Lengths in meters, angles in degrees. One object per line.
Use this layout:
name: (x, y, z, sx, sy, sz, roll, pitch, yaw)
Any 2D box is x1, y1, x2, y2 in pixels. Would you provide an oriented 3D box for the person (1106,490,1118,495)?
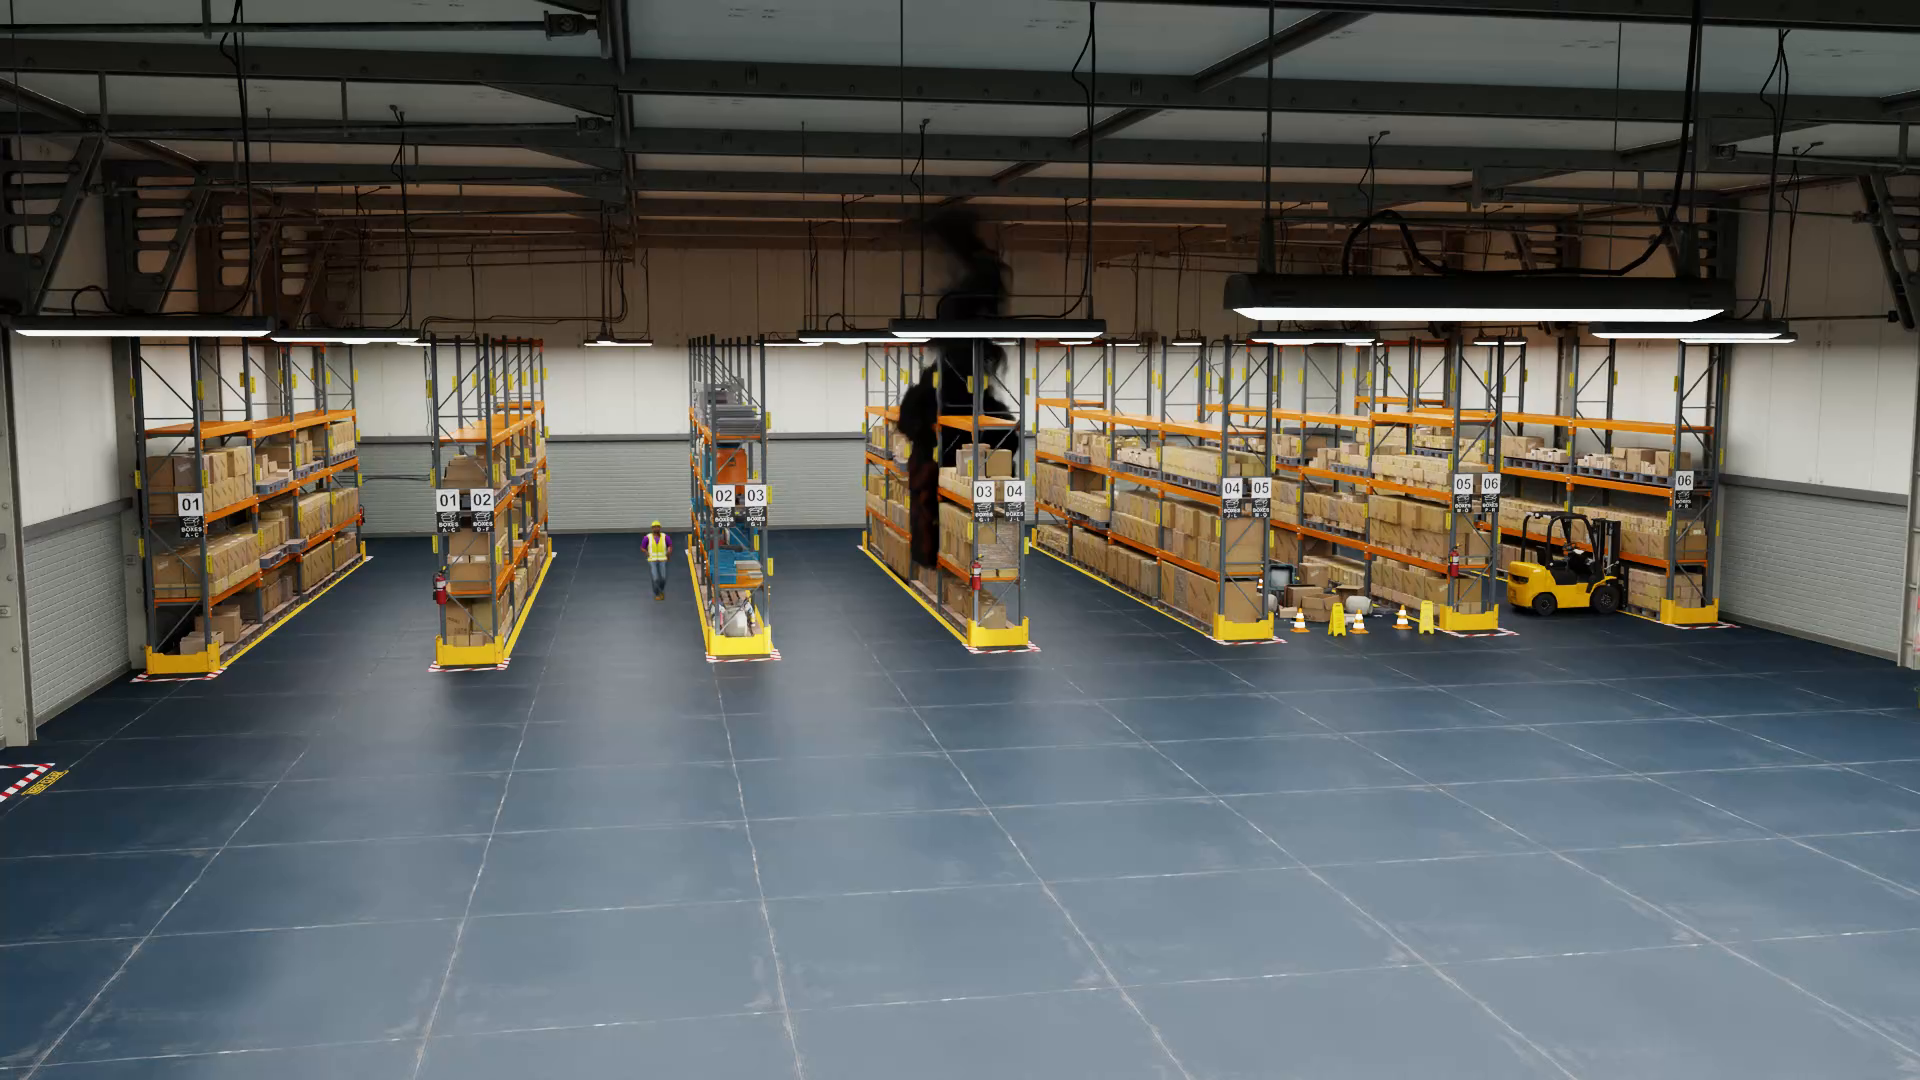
person: (4.691, -0.867, 50.392, 1.048, 1.725, 0.740, -2, 7, -19)

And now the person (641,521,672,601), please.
person: (-6.532, 0.467, 35.920, 0.692, 1.756, 0.556, -2, 7, -15)
